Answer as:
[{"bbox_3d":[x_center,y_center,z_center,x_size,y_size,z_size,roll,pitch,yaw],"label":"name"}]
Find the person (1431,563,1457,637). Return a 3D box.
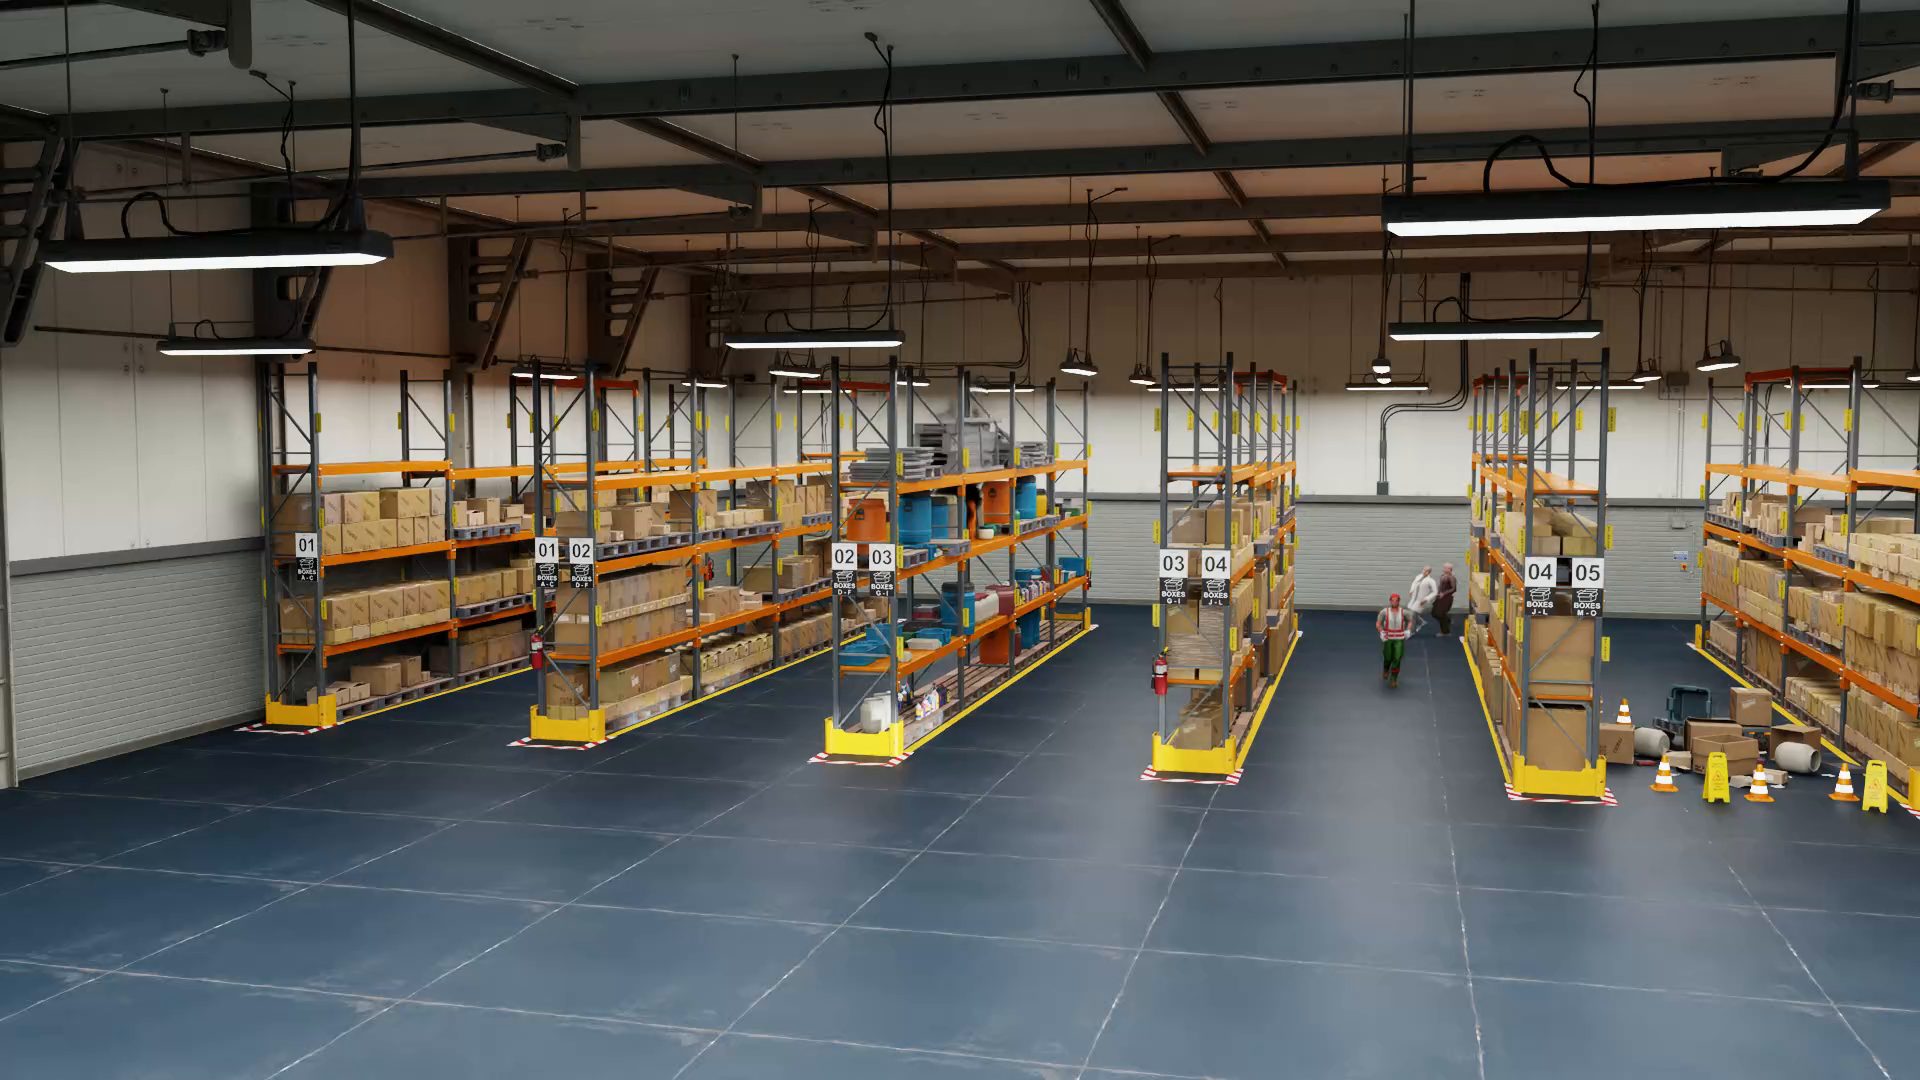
[{"bbox_3d":[11.391,1.404,39.002,0.574,1.742,0.747,-1,4,-9],"label":"person"}]

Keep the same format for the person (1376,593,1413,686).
[{"bbox_3d":[8.317,1.893,31.831,0.681,1.760,0.633,1,4,9],"label":"person"}]

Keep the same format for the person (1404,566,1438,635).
[{"bbox_3d":[10.865,1.473,39.016,0.699,1.561,0.872,-3,5,-32],"label":"person"}]
